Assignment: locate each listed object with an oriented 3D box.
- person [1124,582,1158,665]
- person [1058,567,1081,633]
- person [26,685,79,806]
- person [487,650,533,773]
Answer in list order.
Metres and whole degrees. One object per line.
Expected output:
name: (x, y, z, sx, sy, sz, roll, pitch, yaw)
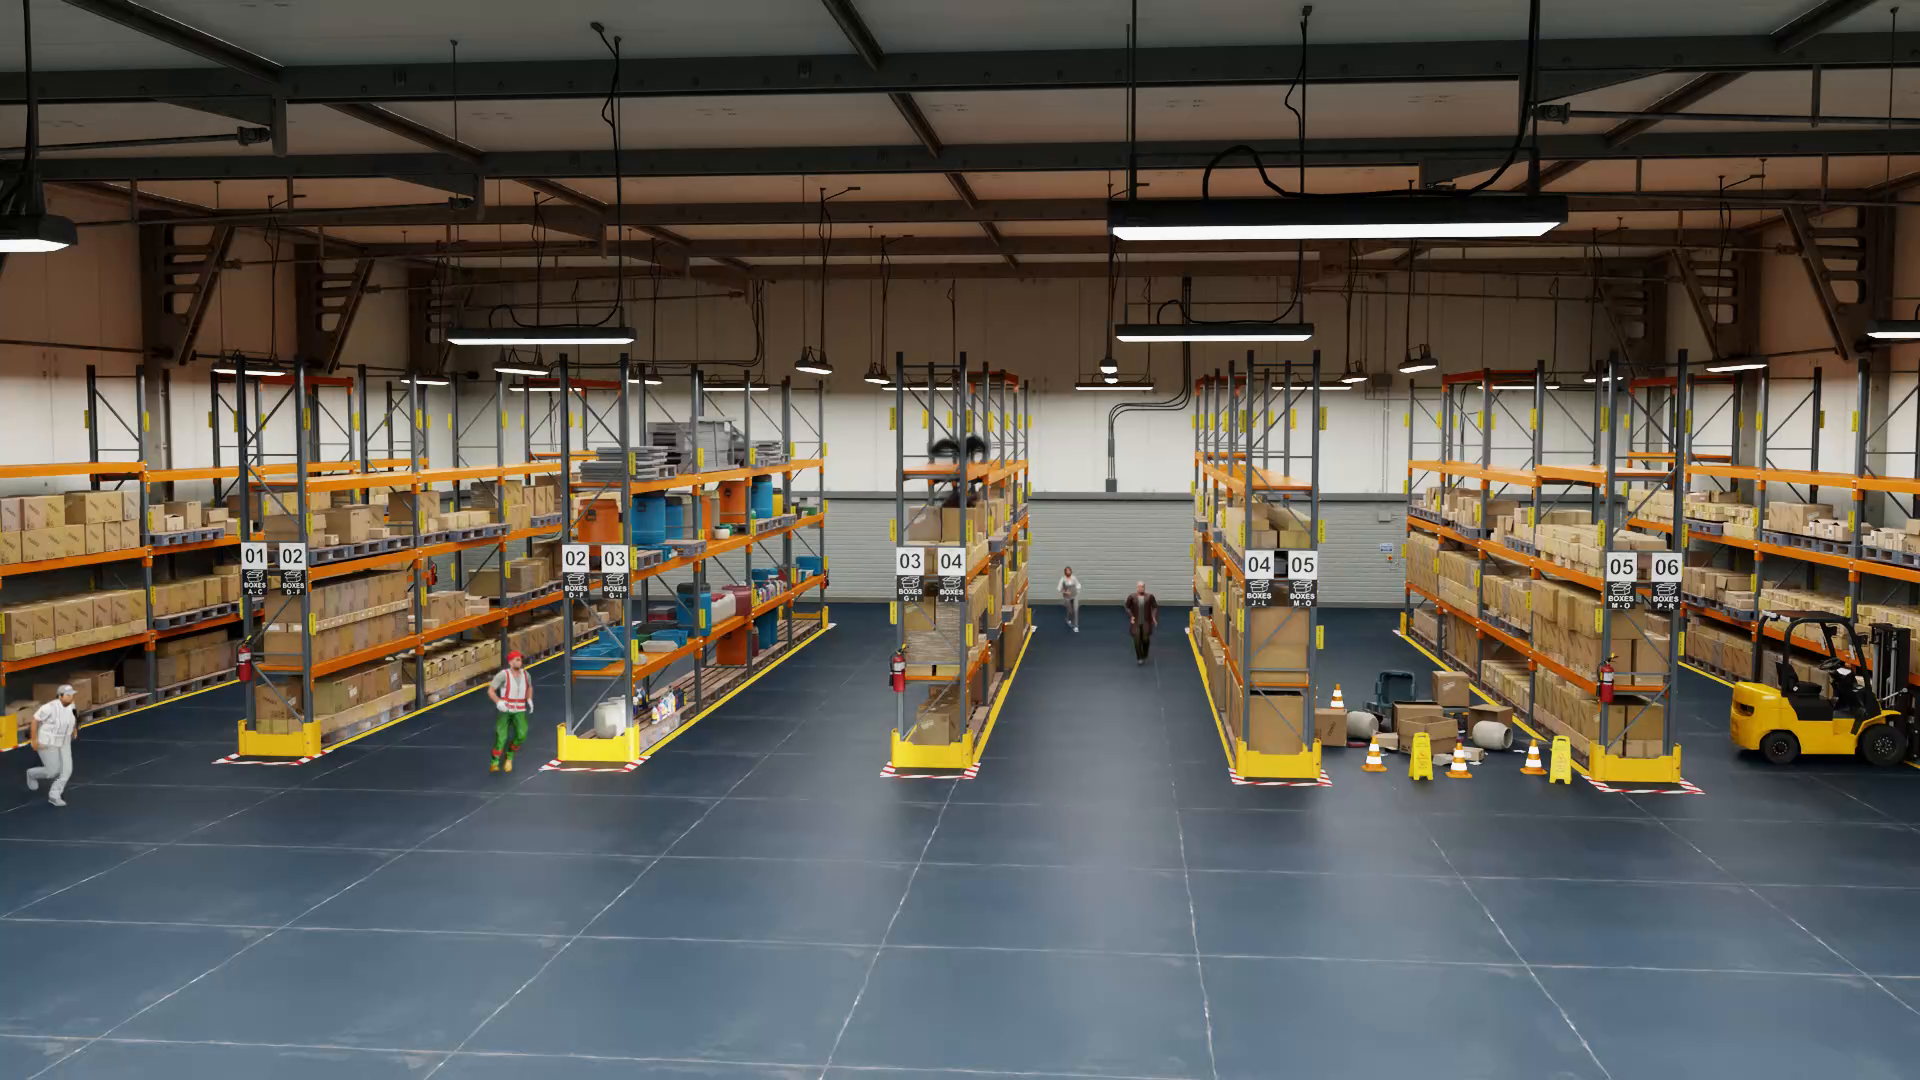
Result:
person: (3.734, 1.711, 34.284, 0.697, 1.724, 0.669, 0, 4, 6)
person: (2.609, 1.410, 39.765, 0.578, 1.560, 0.744, -1, 4, -13)
person: (-11.880, 2.684, 21.799, 0.801, 1.607, 0.607, 1, 4, 16)
person: (-6.373, 2.441, 23.725, 0.710, 1.728, 0.606, -3, 5, -34)
